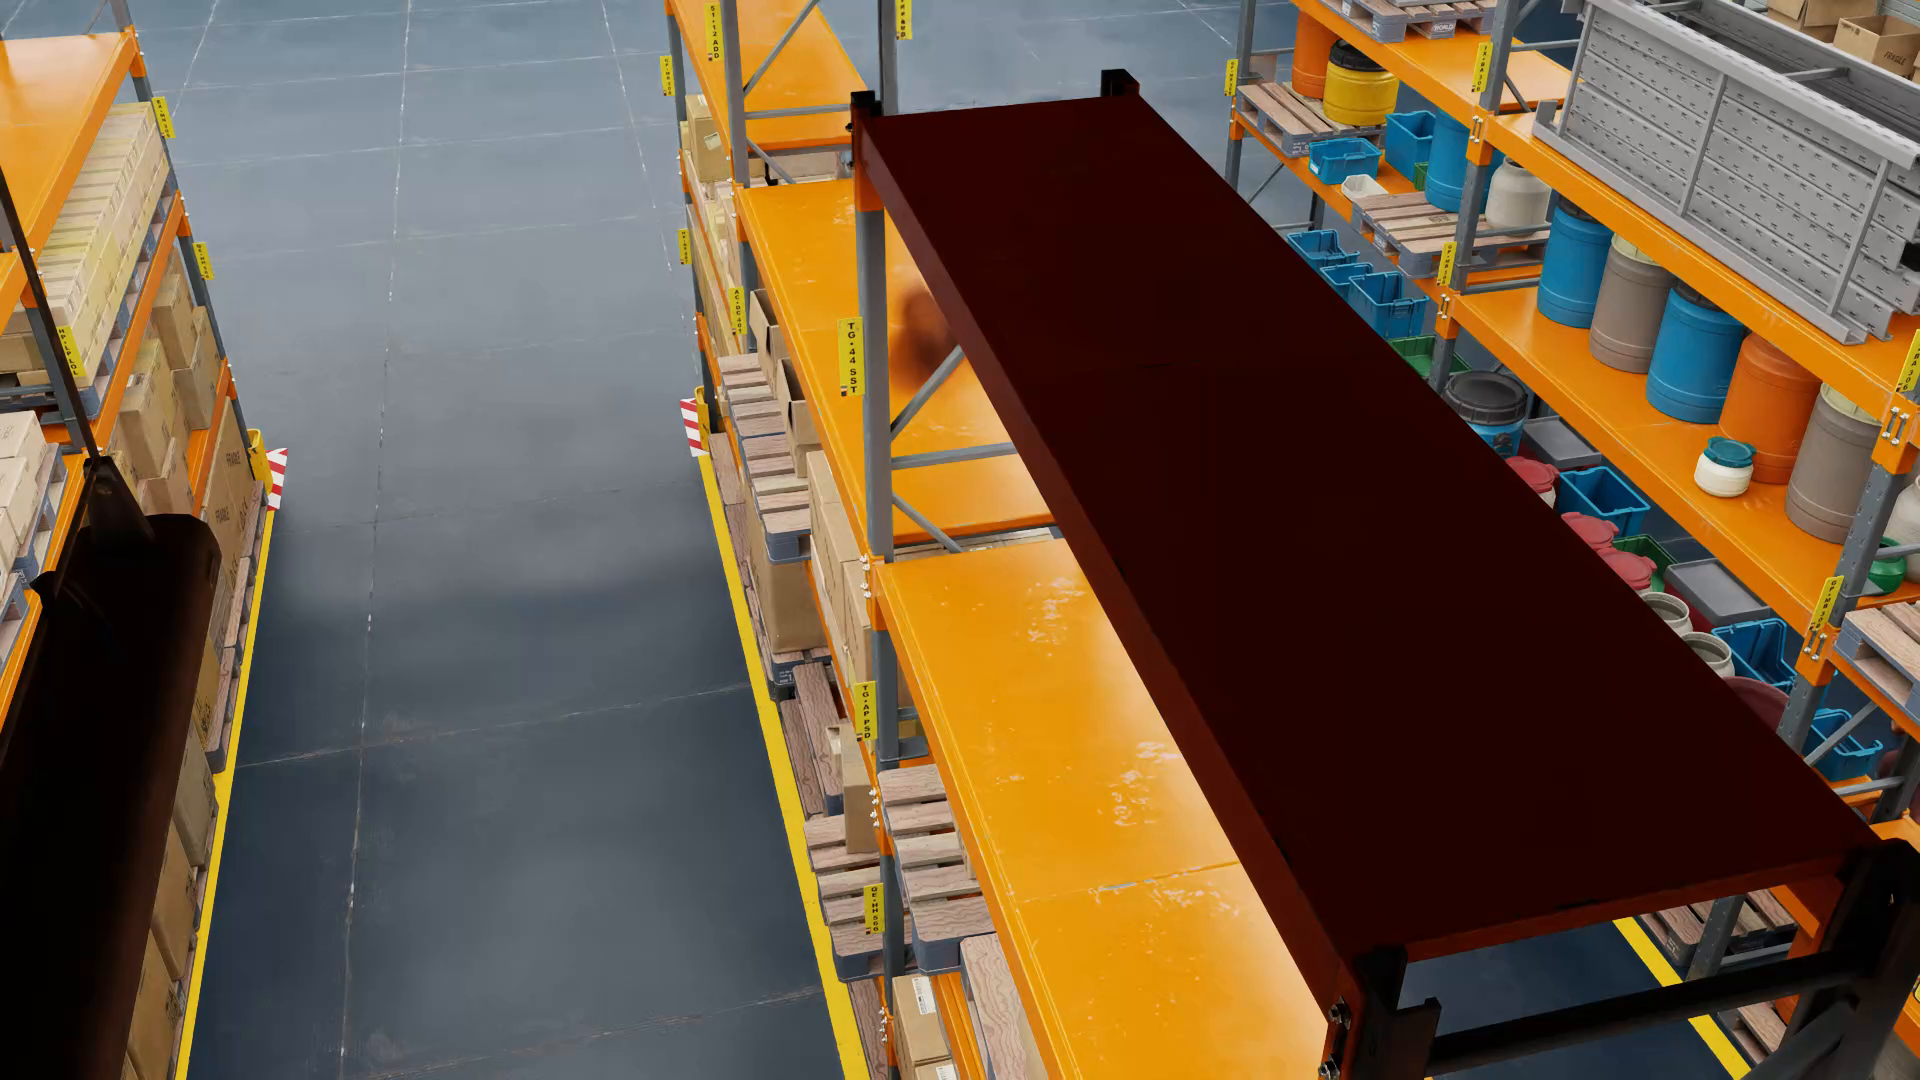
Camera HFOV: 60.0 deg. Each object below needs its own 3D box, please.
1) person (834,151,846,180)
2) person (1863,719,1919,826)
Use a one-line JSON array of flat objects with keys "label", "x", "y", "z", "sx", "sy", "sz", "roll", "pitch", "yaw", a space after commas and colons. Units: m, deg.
[{"label": "person", "x": -1.461, "y": -4.071, "z": 18.543, "sx": 0.864, "sy": 1.777, "sz": 0.686, "roll": 10, "pitch": 36, "yaw": 14}, {"label": "person", "x": 6.133, "y": 1.460, "z": 10.500, "sx": 0.599, "sy": 1.692, "sz": 0.817, "roll": -8, "pitch": 35, "yaw": -11}]
